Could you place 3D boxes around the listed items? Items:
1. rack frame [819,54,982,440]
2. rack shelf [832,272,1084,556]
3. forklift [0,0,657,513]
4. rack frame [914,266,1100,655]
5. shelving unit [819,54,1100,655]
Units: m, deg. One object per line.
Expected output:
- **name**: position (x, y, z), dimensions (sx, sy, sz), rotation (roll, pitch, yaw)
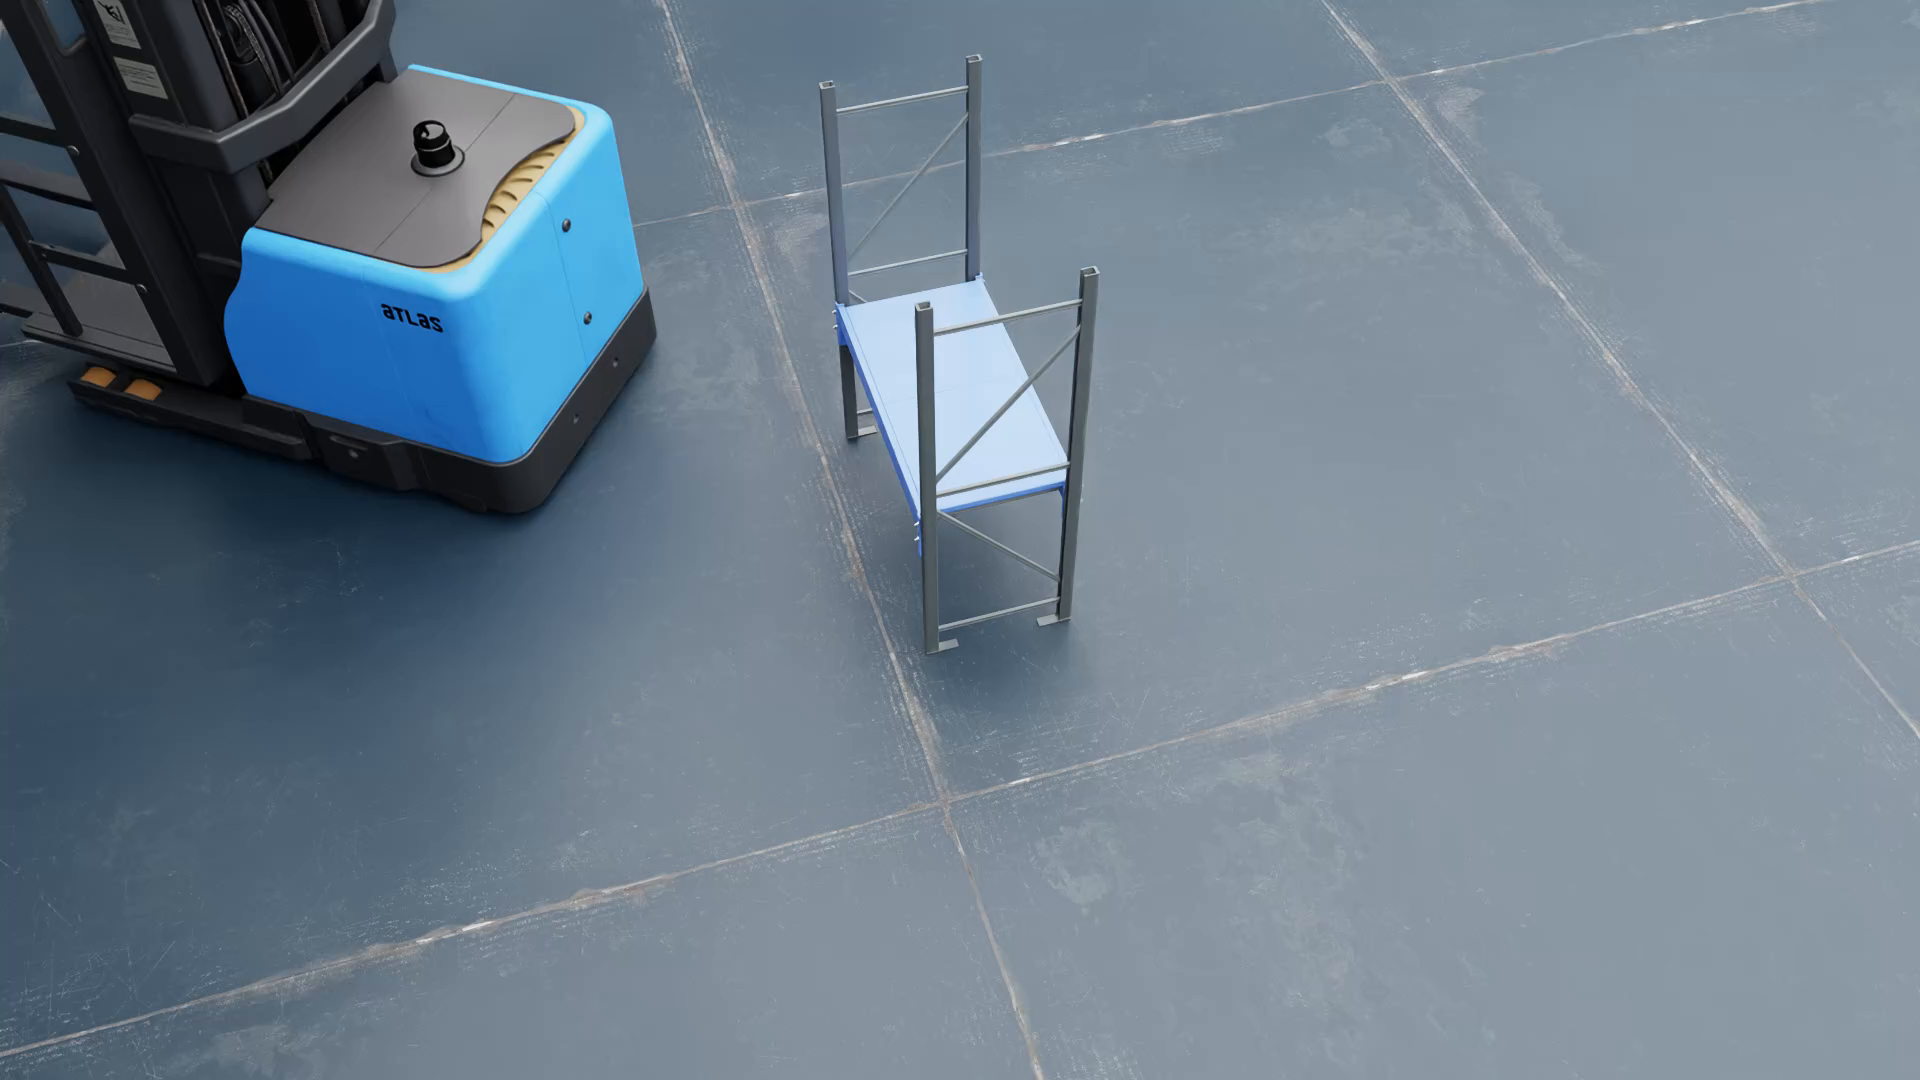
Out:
- **rack frame**: position (-0.176, -0.917, 5.542), dimensions (0.500, 1.500, 0.032), rotation (-13, 51, -11)
- **rack shelf**: position (-0.025, -0.430, 5.367), dimensions (0.538, 0.185, 1.000), rotation (-13, 51, -11)
- **forklift**: position (-2.724, -1.735, 5.296), dimensions (3.031, 2.935, 1.130), rotation (15, 52, 13)
- **rack frame**: position (0.125, -0.174, 4.916), dimensions (0.500, 1.500, 0.032), rotation (-13, 51, -11)
- **shelving unit**: position (-0.025, -0.546, 5.229), dimensions (0.538, 1.500, 1.048), rotation (-13, 51, -11)
